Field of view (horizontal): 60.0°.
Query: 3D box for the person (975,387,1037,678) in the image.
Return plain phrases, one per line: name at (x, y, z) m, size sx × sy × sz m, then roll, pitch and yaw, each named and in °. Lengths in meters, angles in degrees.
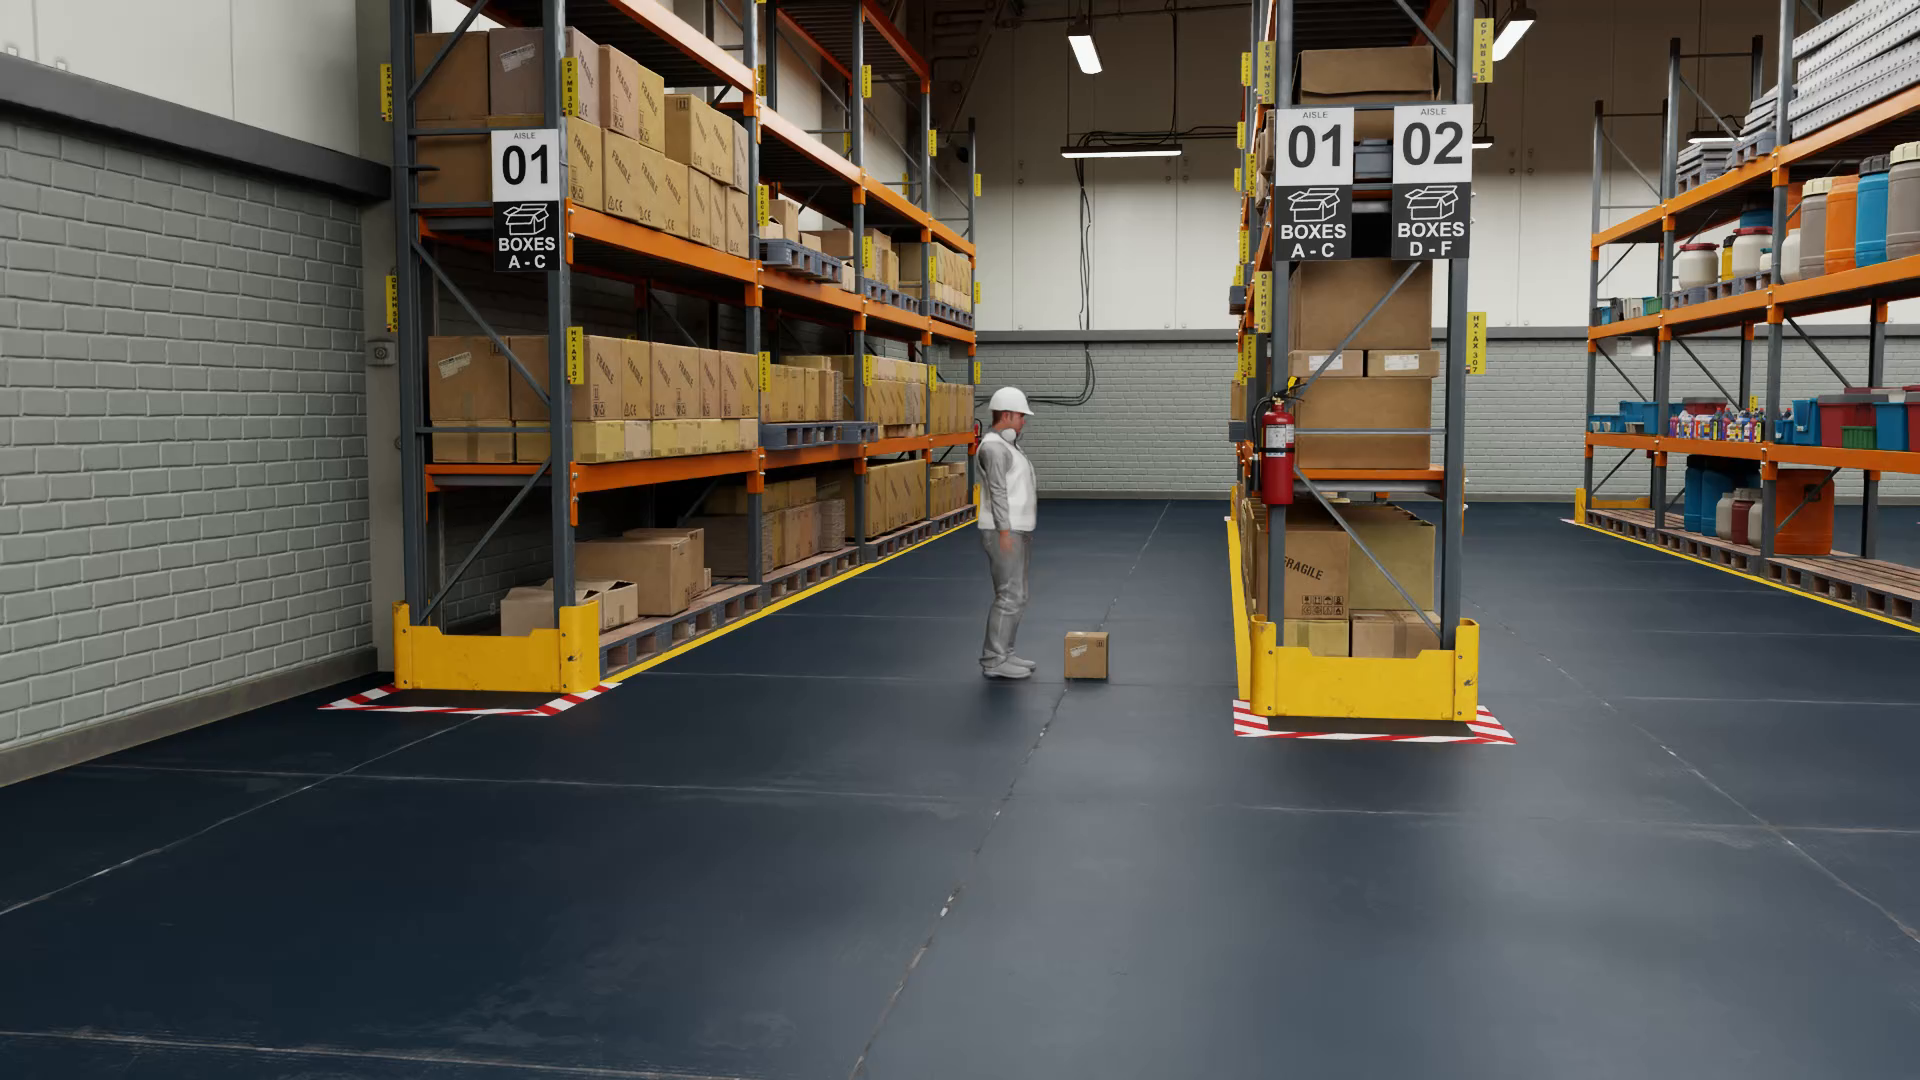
person at (0.291, -0.055, 10.248) m, size 0.357 × 1.764 × 0.533 m, roll 1°, pitch 4°, yaw 10°
